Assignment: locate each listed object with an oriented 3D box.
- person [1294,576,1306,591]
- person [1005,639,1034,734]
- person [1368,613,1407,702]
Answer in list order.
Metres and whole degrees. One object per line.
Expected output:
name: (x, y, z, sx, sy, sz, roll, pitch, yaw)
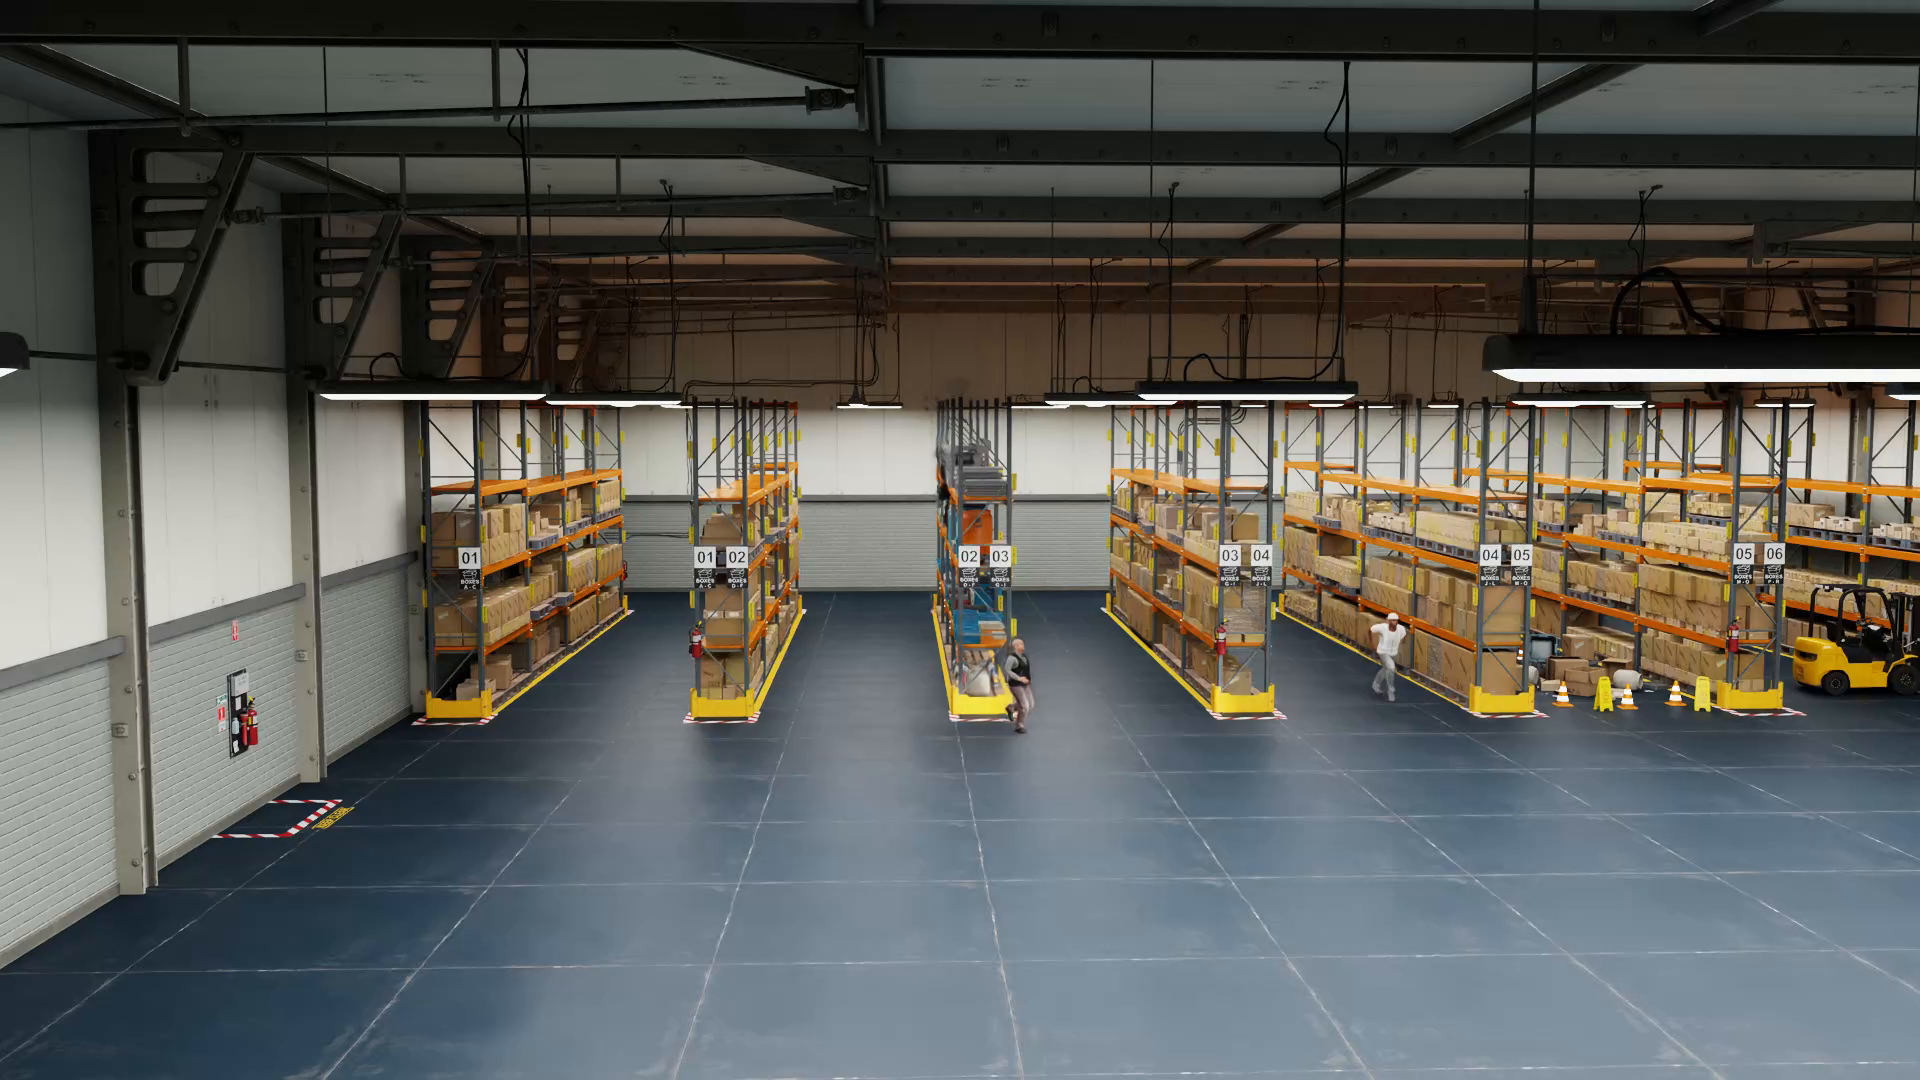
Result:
person: (10.128, 1.081, 49.082, 0.537, 1.708, 0.751, 3, 5, 32)
person: (1.027, 2.603, 29.686, 0.584, 1.686, 0.701, 2, 5, 29)
person: (8.516, 2.304, 33.204, 0.690, 1.770, 0.958, -2, 5, -21)
